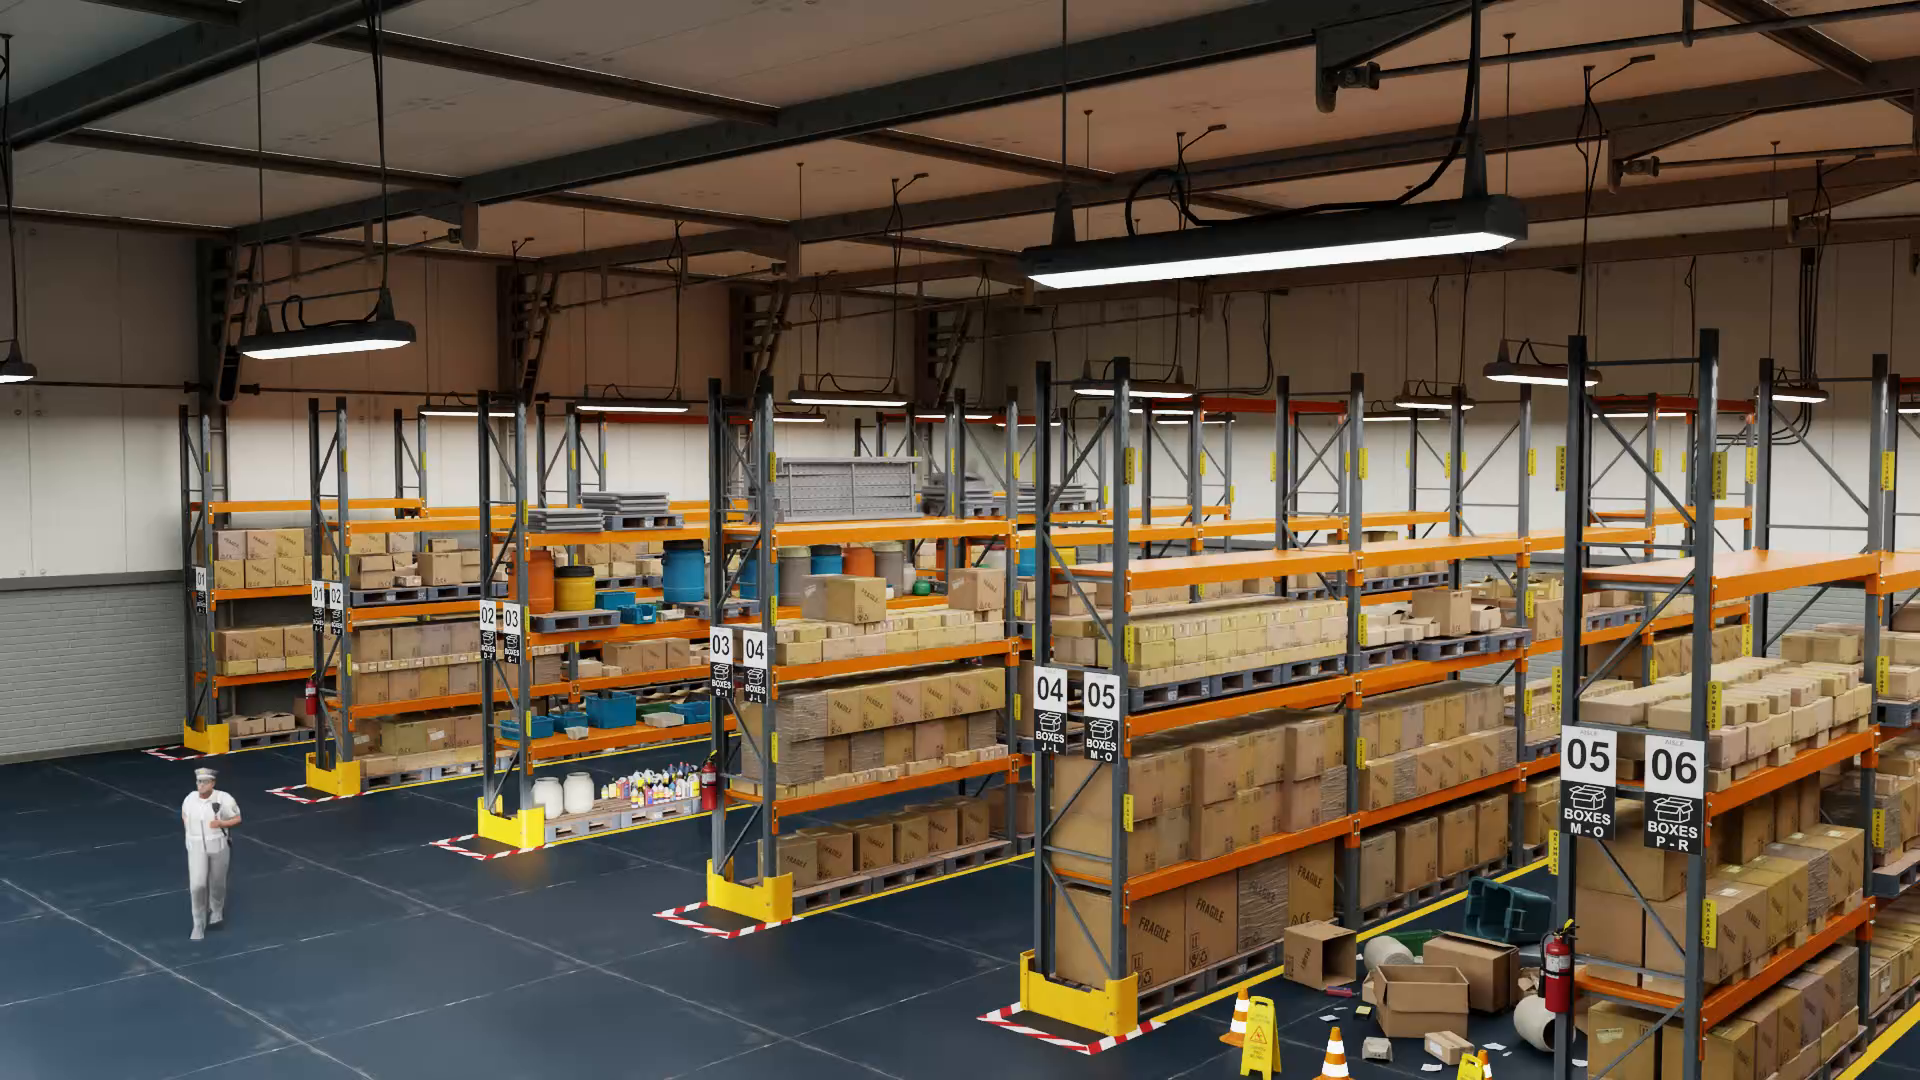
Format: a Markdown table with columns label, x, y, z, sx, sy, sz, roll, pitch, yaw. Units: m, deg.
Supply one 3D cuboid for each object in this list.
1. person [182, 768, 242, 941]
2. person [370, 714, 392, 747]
| label | x | y | z | sx | sy | sz | roll | pitch | yaw |
| --- | --- | --- | --- | --- | --- | --- | --- | --- | --- |
| person | -8.052 | 3.355 | 17.886 | 0.626 | 1.863 | 0.792 | -1 | 3 | -16 |
| person | -9.682 | 2.922 | 27.728 | 0.515 | 1.554 | 0.627 | 1 | 3 | 25 |
